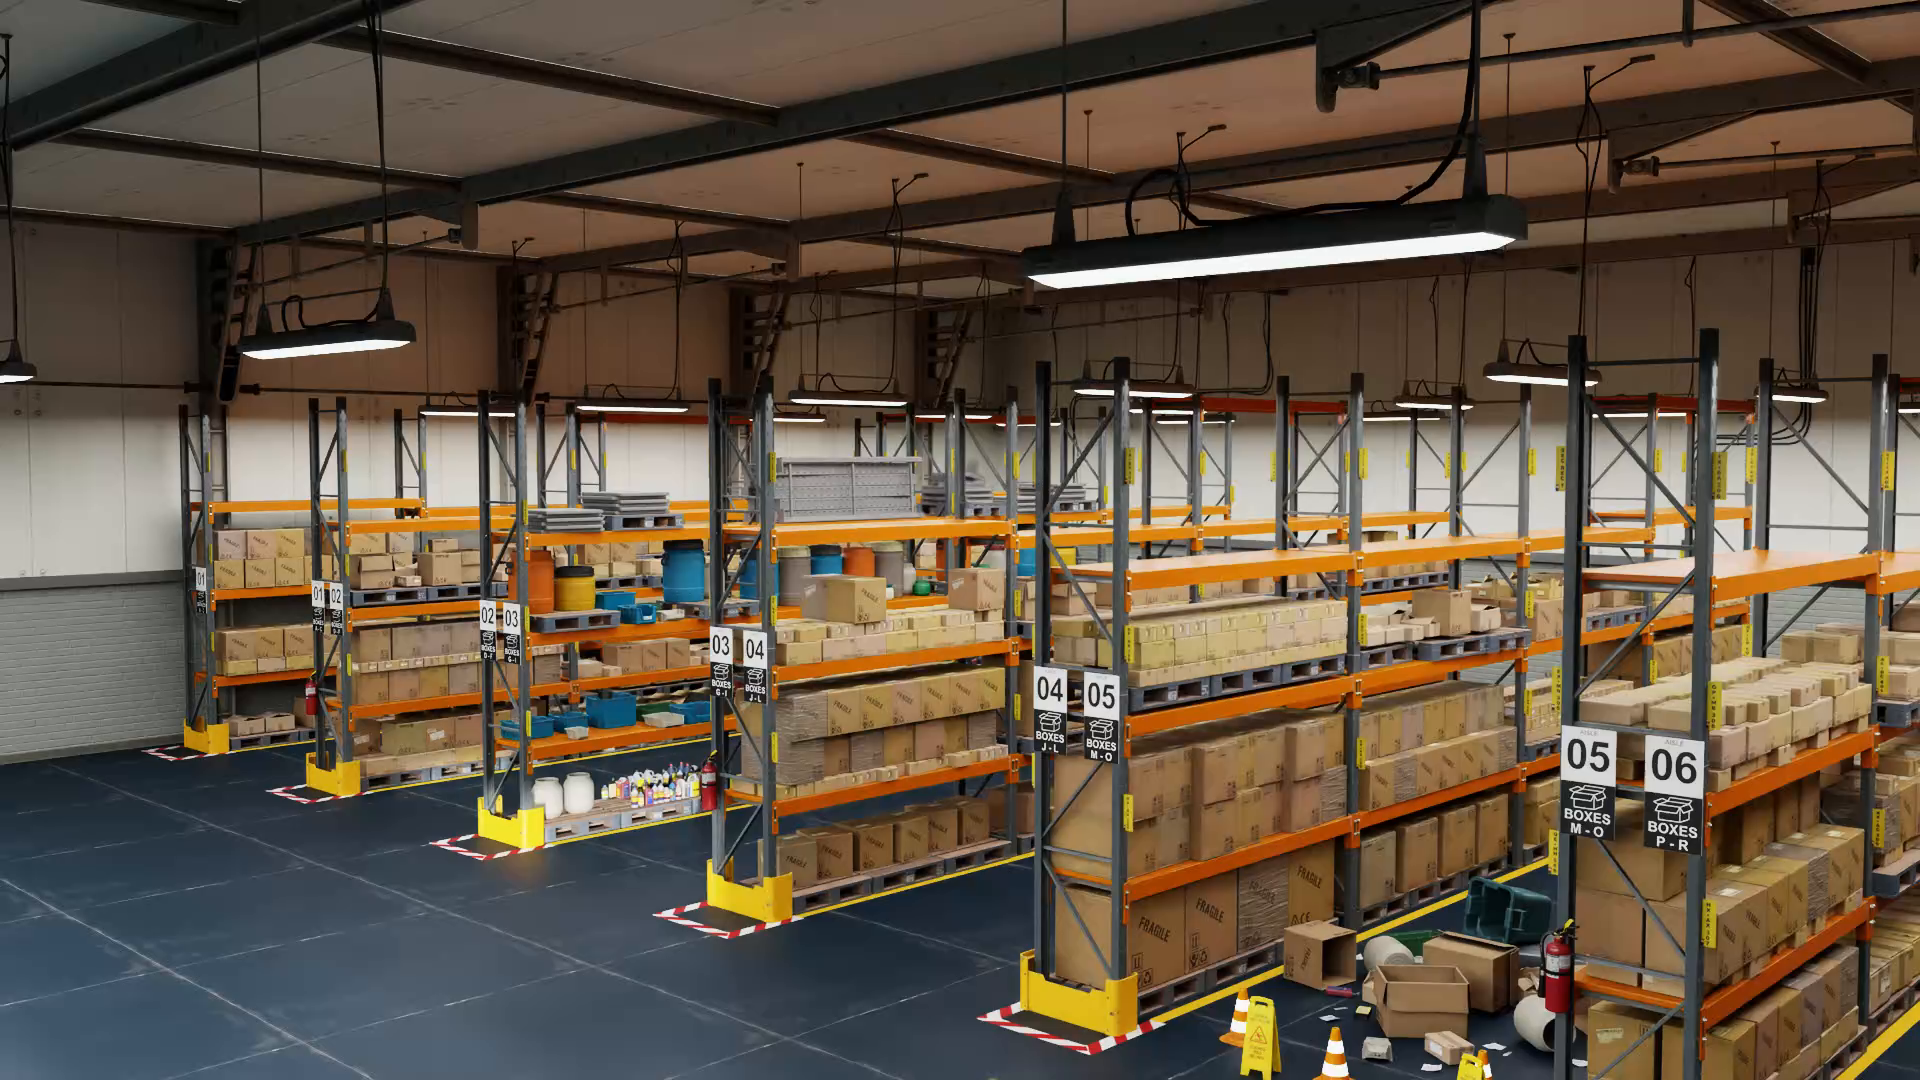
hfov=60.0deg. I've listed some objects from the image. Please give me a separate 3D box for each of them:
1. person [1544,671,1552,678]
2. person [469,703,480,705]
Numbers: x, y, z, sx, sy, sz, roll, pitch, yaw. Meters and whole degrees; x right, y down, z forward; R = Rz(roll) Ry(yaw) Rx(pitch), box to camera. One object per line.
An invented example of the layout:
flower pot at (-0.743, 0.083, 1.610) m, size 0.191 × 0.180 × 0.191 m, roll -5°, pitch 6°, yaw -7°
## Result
person at (9.375, 2.923, 26.561) m, size 0.666 × 1.683 × 0.586 m, roll -3°, pitch 4°, yaw -44°
person at (-8.437, 2.806, 29.168) m, size 0.692 × 1.662 × 0.770 m, roll 2°, pitch 3°, yaw 30°
